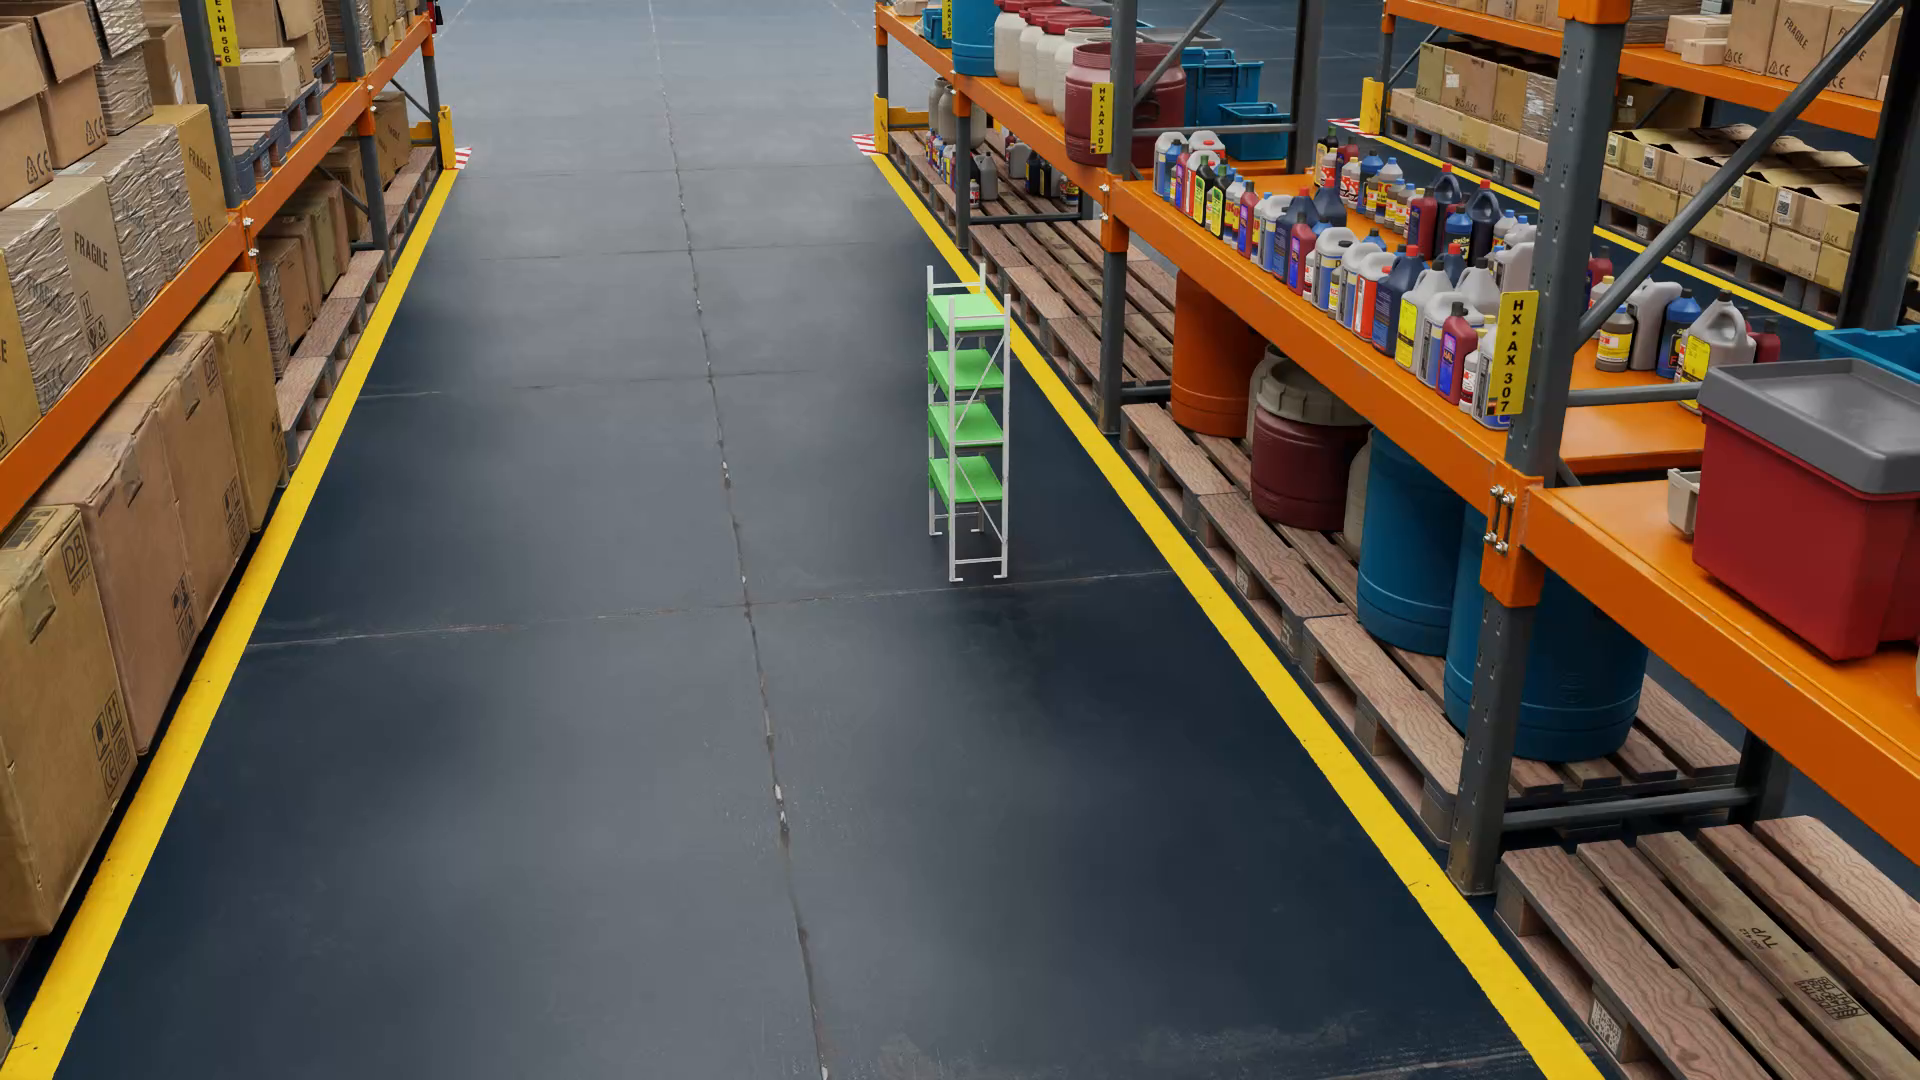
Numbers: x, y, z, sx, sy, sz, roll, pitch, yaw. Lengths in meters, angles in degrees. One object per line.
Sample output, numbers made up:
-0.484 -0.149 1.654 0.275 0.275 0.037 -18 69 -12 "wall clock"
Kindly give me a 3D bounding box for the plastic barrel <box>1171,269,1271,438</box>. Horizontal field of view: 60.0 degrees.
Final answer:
1.317 -0.968 7.905 0.600 0.830 0.708 -4 24 -10 "plastic barrel"

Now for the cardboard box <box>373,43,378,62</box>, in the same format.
-4.248 -3.355 11.498 0.380 0.149 0.250 -4 24 -10 "cardboard box"

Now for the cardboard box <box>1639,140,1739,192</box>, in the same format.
5.258 -2.710 11.918 0.500 0.311 0.500 -5 24 -10 "cardboard box"

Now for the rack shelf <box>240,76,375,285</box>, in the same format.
-4.028 -2.051 9.098 1.077 0.370 4.000 -4 24 -10 "rack shelf"

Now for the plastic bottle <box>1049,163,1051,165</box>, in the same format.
0.729 -2.870 12.834 0.144 0.351 0.185 -4 24 -8 "plastic bottle"

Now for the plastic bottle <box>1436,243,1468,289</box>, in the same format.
1.565 -0.786 5.363 0.144 0.351 0.185 -4 24 -10 "plastic bottle"

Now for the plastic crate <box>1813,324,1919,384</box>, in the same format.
2.371 -0.249 4.018 0.392 0.384 0.575 -4 24 -10 "plastic crate"

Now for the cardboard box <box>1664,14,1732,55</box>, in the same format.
5.473 -3.640 12.024 0.500 0.250 0.500 -3 24 -6 "cardboard box"

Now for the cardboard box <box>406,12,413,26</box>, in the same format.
-4.739 -4.336 13.744 0.380 0.149 0.250 -4 24 -10 "cardboard box"

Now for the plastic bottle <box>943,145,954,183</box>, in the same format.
-0.054 -2.986 13.193 0.152 0.276 0.135 -4 24 -9 "plastic bottle"

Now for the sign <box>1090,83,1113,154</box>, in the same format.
0.670 -1.992 7.860 0.100 0.325 0.005 -4 24 -10 "sign"

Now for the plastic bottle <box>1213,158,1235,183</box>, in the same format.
1.112 -1.483 7.058 0.097 0.271 0.097 0 24 0 "plastic bottle"

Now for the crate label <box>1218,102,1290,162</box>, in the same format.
1.500 -2.078 8.468 0.303 0.233 0.416 -4 24 -10 "crate label"

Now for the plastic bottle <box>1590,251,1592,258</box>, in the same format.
2.067 -0.905 5.730 0.152 0.276 0.135 -4 24 -10 "plastic bottle"

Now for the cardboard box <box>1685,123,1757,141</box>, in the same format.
5.695 -2.951 12.468 0.500 0.311 0.500 -4 24 -10 "cardboard box"

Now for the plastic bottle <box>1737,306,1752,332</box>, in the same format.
2.276 -0.562 4.936 0.061 0.283 0.133 -4 24 -10 "plastic bottle"

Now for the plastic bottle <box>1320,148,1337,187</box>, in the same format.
1.707 -1.696 7.633 0.097 0.201 0.097 0 24 0 "plastic bottle"

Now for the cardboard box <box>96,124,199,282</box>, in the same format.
-3.237 -1.268 6.280 0.500 0.500 0.500 -5 24 -10 "cardboard box"

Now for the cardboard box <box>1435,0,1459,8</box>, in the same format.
4.775 -5.128 15.118 0.700 0.500 0.500 -4 24 -8 "cardboard box"

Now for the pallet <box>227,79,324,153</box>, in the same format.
-4.064 -2.282 8.967 1.003 0.211 1.213 -4 24 -10 "pallet"

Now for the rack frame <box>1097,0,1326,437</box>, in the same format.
1.210 -1.961 7.992 1.000 3.000 0.127 -4 24 -10 "rack frame"

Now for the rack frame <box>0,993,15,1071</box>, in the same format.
-2.918 -0.021 3.550 1.000 3.000 0.127 -4 24 -10 "rack frame"

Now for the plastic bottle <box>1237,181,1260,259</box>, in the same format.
1.141 -1.255 6.522 0.061 0.283 0.133 -4 24 -10 "plastic bottle"

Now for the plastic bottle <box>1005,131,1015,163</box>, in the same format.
0.416 -3.265 13.822 0.061 0.283 0.133 -4 24 -10 "plastic bottle"

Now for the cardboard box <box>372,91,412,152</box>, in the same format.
-5.038 -3.541 14.208 0.500 0.500 0.500 0 24 0 "cardboard box"

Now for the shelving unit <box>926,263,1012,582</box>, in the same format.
0.031 -0.485 6.861 0.258 1.200 0.503 -4 24 -10 "shelving unit"

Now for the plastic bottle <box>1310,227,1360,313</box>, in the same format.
1.330 -0.948 5.828 0.152 0.276 0.135 -4 24 -10 "plastic bottle"

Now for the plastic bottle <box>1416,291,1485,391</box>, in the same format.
1.491 -0.605 5.044 0.152 0.276 0.135 -4 24 -10 "plastic bottle"

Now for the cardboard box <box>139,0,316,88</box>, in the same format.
-3.986 -2.732 9.105 0.797 0.503 0.637 -2 24 -4 "cardboard box"

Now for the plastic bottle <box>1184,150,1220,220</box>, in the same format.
1.058 -1.528 7.156 0.152 0.276 0.135 -4 24 -10 "plastic bottle"

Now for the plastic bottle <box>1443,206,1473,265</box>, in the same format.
1.852 -1.108 6.199 0.097 0.271 0.097 0 24 0 "plastic bottle"

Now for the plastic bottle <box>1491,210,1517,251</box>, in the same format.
2.012 -1.080 6.136 0.097 0.271 0.097 0 24 0 "plastic bottle"

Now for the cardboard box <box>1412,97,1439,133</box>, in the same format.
4.576 -3.981 15.529 0.500 0.250 0.500 -4 24 -10 "cardboard box"

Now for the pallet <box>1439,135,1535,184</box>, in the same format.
5.004 -3.418 14.813 1.003 0.211 1.213 -4 24 -10 "pallet"

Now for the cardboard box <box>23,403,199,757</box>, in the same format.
-3.222 0.159 5.269 1.225 0.875 0.875 -5 24 -12 "cardboard box"

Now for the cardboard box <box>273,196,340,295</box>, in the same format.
-4.235 -1.792 10.178 0.700 0.500 0.500 -4 24 -10 "cardboard box"

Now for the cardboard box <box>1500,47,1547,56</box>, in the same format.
5.190 -4.168 15.018 0.500 0.500 0.500 -4 24 -10 "cardboard box"

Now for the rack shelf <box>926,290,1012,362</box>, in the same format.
0.031 -0.866 6.694 0.258 0.148 0.480 -4 24 -10 "rack shelf"

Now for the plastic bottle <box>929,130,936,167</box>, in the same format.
-0.217 -3.238 13.760 0.061 0.283 0.133 -4 24 -9 "plastic bottle"

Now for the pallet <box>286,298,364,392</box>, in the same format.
-4.023 -1.103 9.511 1.003 0.211 1.213 -4 24 -10 "pallet"

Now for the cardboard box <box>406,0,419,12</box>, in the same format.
-4.852 -4.517 13.348 0.875 0.500 0.500 -4 24 -10 "cardboard box"

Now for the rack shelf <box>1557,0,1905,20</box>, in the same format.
1.580 -2.219 5.734 1.077 0.370 4.000 -4 24 -10 "rack shelf"

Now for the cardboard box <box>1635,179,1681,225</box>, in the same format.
5.263 -2.454 12.031 0.500 0.250 0.500 -4 24 -8 "cardboard box"

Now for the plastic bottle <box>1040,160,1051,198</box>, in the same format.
0.651 -2.766 12.679 0.061 0.283 0.133 -4 24 -10 "plastic bottle"

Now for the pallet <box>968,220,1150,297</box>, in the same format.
0.653 -1.950 11.452 1.003 0.211 1.213 -4 24 -10 "pallet"

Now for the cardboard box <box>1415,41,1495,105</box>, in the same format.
4.574 -4.325 15.378 0.500 0.500 0.500 -4 24 -10 "cardboard box"

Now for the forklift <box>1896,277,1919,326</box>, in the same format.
3.940 -0.952 5.768 1.130 2.935 3.031 -1 24 -3 "forklift"

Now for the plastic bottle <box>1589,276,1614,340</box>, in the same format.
2.140 -0.775 5.525 0.097 0.201 0.097 0 24 0 "plastic bottle"

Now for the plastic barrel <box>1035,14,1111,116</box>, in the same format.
0.647 -2.745 9.618 0.433 0.535 0.433 0 24 0 "plastic barrel"

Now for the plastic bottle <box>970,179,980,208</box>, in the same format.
0.097 -2.573 12.340 0.097 0.201 0.097 0 24 0 "plastic bottle"
